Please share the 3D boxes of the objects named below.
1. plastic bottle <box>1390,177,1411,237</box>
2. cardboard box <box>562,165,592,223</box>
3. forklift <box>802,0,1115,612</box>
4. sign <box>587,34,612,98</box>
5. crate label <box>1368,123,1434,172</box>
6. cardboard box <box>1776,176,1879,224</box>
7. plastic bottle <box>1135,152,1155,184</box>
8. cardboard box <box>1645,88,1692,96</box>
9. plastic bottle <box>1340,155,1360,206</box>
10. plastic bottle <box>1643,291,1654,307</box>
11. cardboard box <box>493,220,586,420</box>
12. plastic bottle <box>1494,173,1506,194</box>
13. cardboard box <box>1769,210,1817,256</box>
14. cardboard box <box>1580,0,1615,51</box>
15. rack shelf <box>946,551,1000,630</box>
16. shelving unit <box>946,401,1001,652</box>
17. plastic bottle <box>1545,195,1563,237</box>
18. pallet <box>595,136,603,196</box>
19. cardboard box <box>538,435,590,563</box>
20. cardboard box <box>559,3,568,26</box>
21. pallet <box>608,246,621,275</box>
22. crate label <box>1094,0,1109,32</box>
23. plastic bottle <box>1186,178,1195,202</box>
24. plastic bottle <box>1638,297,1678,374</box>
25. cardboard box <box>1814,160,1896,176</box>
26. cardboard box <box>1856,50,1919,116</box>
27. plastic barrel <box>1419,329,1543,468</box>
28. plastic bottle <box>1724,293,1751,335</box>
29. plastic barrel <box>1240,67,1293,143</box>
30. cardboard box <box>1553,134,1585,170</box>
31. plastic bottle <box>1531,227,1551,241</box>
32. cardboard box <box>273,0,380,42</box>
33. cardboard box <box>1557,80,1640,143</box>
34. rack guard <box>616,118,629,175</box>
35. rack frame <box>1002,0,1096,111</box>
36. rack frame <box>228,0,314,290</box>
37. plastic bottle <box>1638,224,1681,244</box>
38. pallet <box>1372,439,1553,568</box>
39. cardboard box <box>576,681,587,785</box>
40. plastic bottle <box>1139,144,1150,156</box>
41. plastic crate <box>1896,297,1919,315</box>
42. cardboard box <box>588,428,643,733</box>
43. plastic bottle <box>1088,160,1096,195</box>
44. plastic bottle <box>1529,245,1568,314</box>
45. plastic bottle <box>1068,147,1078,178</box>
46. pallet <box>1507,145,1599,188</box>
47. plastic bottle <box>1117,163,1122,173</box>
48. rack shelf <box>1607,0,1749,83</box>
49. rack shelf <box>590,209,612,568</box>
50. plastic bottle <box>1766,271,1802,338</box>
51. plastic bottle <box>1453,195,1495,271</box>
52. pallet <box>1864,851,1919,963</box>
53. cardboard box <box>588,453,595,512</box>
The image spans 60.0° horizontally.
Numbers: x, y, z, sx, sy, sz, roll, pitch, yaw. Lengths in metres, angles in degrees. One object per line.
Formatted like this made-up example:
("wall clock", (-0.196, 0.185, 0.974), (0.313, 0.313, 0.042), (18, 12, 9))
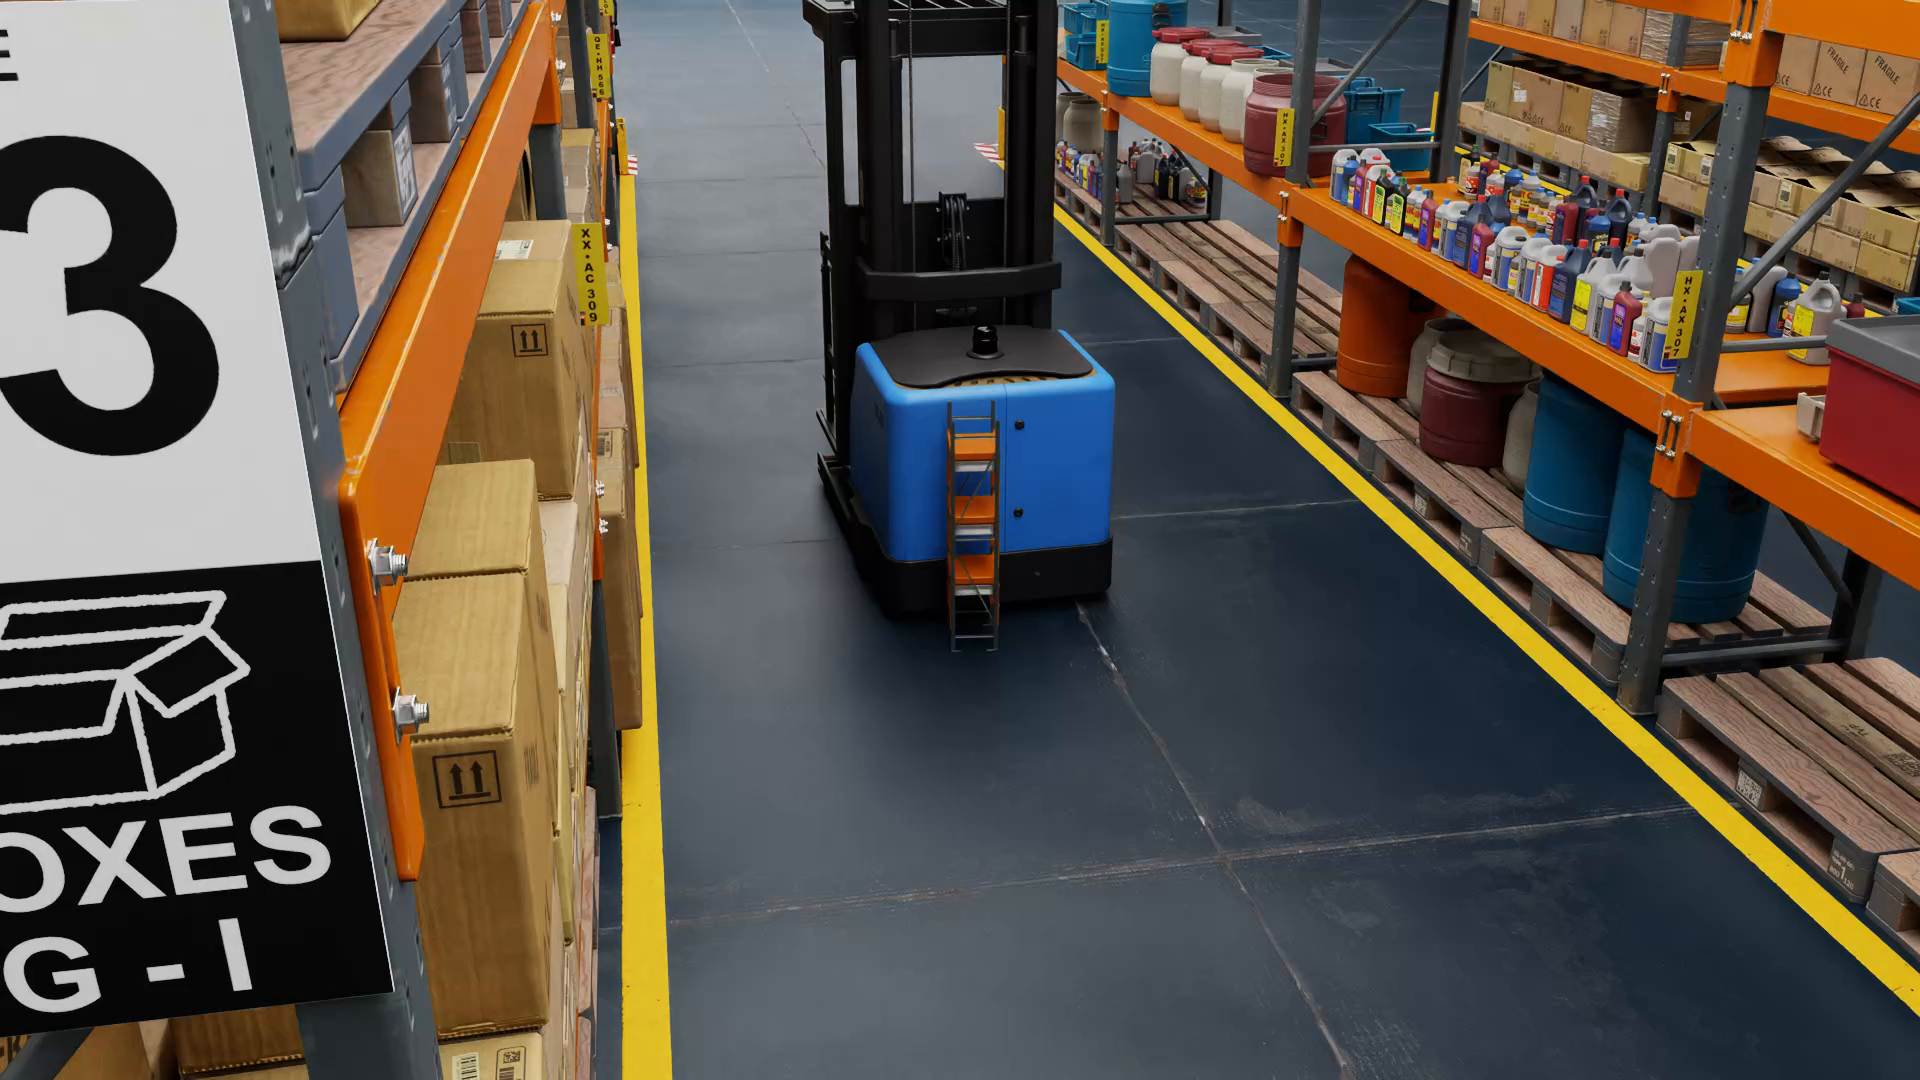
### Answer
("plastic bottle", (2.287, -1.723, 8.594), (0.061, 0.283, 0.133), (-4, 24, -10))
("cardboard box", (-1.930, -1.403, 7.589), (0.500, 0.500, 0.500), (-5, 24, -11))
("forklift", (-0.143, -1.589, 8.226), (1.130, 2.935, 3.031), (-5, 24, -12))
("sign", (-1.906, -2.506, 8.794), (0.100, 0.325, 0.005), (-4, 24, -10))
("crate label", (2.707, -2.417, 10.244), (0.303, 0.233, 0.416), (-4, 24, -10))
("cardboard box", (6.663, -2.642, 12.762), (0.500, 0.311, 0.500), (-4, 24, -8))
("plastic bottle", (1.681, -3.395, 15.130), (0.152, 0.276, 0.135), (-4, 24, -10))
("cardboard box", (6.668, -3.916, 15.442), (0.500, 0.500, 0.500), (-4, 24, -10))
("plastic bottle", (2.174, -1.999, 9.240), (0.097, 0.271, 0.097), (0, 24, 0))
("plastic bottle", (2.818, -0.927, 6.872), (0.097, 0.201, 0.097), (0, 24, 0))
("cardboard box", (-1.363, -0.610, 4.778), (0.500, 0.500, 0.500), (-4, 24, -8))
("plastic bottle", (2.975, -1.905, 9.113), (0.097, 0.201, 0.097), (0, 24, 0))
("cardboard box", (6.662, -2.389, 12.883), (0.500, 0.250, 0.500), (-4, 24, -9))
("cardboard box", (6.265, -4.863, 15.511), (0.700, 0.500, 0.500), (-4, 24, -9))
("rack shelf", (0.054, 0.214, 7.170), (0.215, 0.259, 0.240), (-1, 24, -3))
("shelving unit", (0.054, -0.051, 7.054), (0.215, 1.050, 0.252), (-1, 24, -3))
("plastic bottle", (3.083, -1.676, 8.587), (0.097, 0.201, 0.097), (0, 24, 0))
("pallet", (-2.687, -2.118, 9.591), (1.213, 0.211, 1.003), (-4, 24, -10))
("cardboard box", (-1.273, -0.070, 4.478), (0.500, 0.250, 0.500), (-4, 24, -8))
("cardboard box", (-3.181, -3.651, 11.588), (1.000, 1.000, 1.000), (-4, 24, -9))
("pallet", (-3.045, -1.923, 12.388), (1.003, 0.211, 1.213), (-4, 24, -10))
("crate label", (1.544, -4.759, 15.354), (0.502, 0.435, 0.616), (-4, 24, -10))
("plastic bottle", (2.012, -3.030, 14.387), (0.097, 0.201, 0.097), (0, 24, 0))
("plastic bottle", (2.766, -0.801, 6.491), (0.152, 0.276, 0.135), (-4, 24, -10))
("cardboard box", (7.095, -2.889, 13.327), (0.500, 0.311, 0.500), (-4, 24, -10))
("cardboard box", (6.959, -3.370, 12.092), (0.500, 0.500, 0.500), (-6, 24, -13))
("plastic barrel", (2.733, -0.752, 8.712), (0.600, 0.588, 0.708), (-4, 24, -10))
("plastic bottle", (3.259, -0.973, 6.978), (0.097, 0.201, 0.097), (0, 24, 0))
("plastic barrel", (2.017, -2.740, 10.636), (0.421, 0.512, 0.421), (0, 24, 0))
("cardboard box", (6.056, -3.730, 15.953), (0.500, 0.250, 0.500), (-4, 24, -10))
("plastic bottle", (2.657, -1.301, 7.643), (0.097, 0.271, 0.097), (0, 24, 0))
("cardboard box", (-1.106, -0.876, 1.986), (0.700, 0.500, 0.500), (-5, 24, -12))
("cardboard box", (6.068, -4.074, 15.805), (0.500, 0.500, 0.500), (-4, 24, -10))
("rack guard", (-3.916, -3.905, 16.565), (1.175, 0.500, 0.348), (-4, 24, -10))
("rack frame", (0.938, -5.447, 16.973), (1.000, 3.000, 0.127), (-4, 24, -10))
("rack frame", (-0.971, -1.536, 0.523), (1.000, 3.000, 0.127), (-4, 24, -10))
("plastic bottle", (3.231, -1.335, 7.715), (0.152, 0.276, 0.135), (-4, 24, -10))
("pallet", (2.826, -0.236, 8.527), (1.003, 0.211, 1.213), (-4, 24, -10))
("cardboard box", (-1.049, 0.457, 3.771), (0.380, 0.149, 0.250), (-4, 24, -9))
("plastic bottle", (1.753, -3.554, 15.494), (0.152, 0.276, 0.135), (-5, 24, -11))
("plastic crate", (3.578, -0.588, 5.794), (0.392, 0.384, 0.575), (-4, 24, -10))
("cardboard box", (-1.849, 0.171, 6.240), (1.225, 0.875, 0.875), (-4, 24, -10))
("plastic bottle", (1.168, -3.198, 14.670), (0.061, 0.283, 0.133), (-3, 24, -6))
("plastic bottle", (2.605, -1.143, 7.274), (0.152, 0.276, 0.135), (-4, 24, -10))
("plastic bottle", (1.048, -3.487, 15.346), (0.097, 0.271, 0.097), (0, 24, 0))
("pallet", (6.211, -3.757, 16.589), (1.003, 0.211, 1.213), (-4, 24, -10))
("plastic bottle", (1.380, -3.155, 14.579), (0.152, 0.276, 0.135), (-4, 24, -10))
("rack shelf", (2.787, -2.558, 7.510), (1.077, 0.370, 4.000), (-4, 24, -10))
("rack shelf", (-2.081, -0.817, 7.271), (1.077, 0.370, 4.000), (-4, 24, -10))
("plastic bottle", (3.426, -0.978, 6.903), (0.097, 0.271, 0.097), (0, 24, 0))
("plastic bottle", (2.461, -1.474, 7.940), (0.144, 0.351, 0.185), (-4, 24, -10))
("pallet", (3.560, 1.319, 4.967), (1.003, 0.211, 1.213), (-4, 24, -10))
("cardboard box", (-1.333, -0.149, 5.157), (0.380, 0.149, 0.250), (-4, 24, -9))
